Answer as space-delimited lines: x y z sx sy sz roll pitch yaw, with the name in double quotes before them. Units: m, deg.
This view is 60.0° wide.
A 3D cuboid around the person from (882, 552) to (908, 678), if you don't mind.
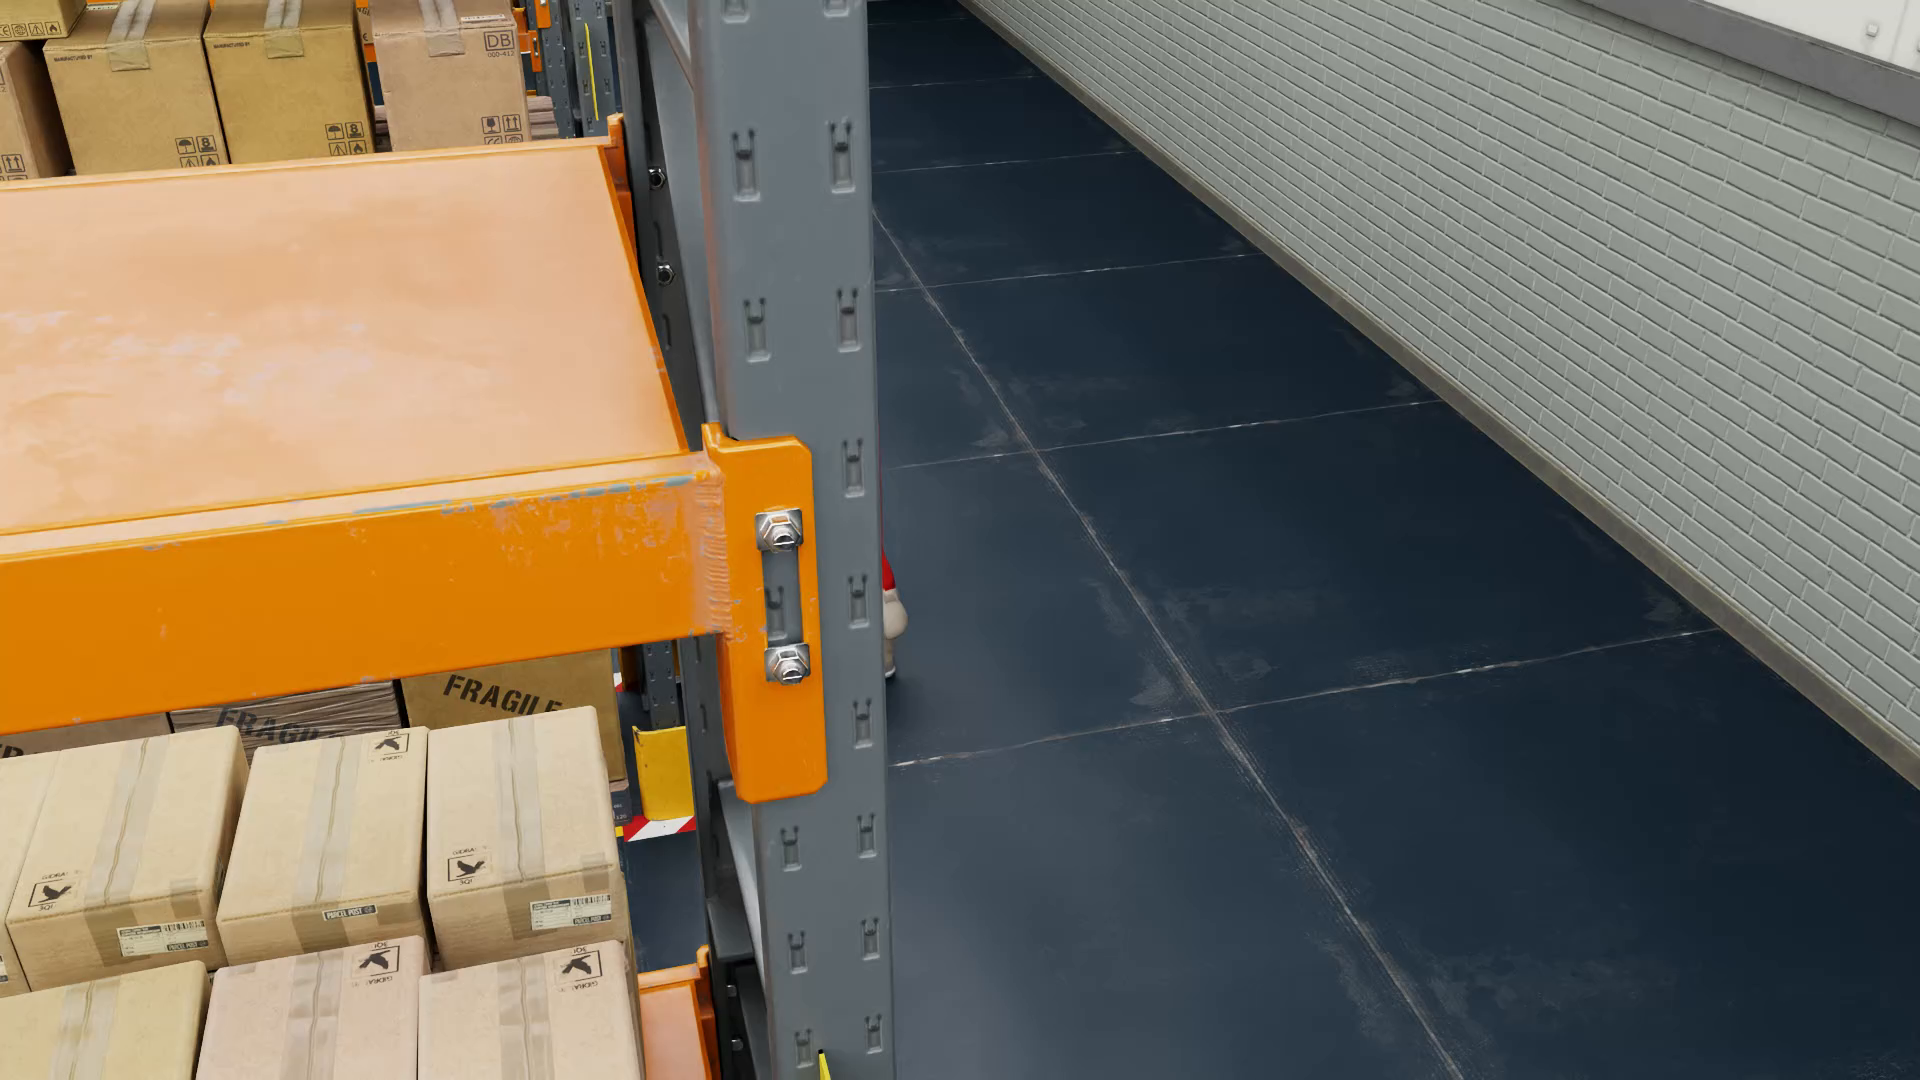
"person" -0.603 0.258 8.574 0.549 0.865 0.880 -12 32 -19
